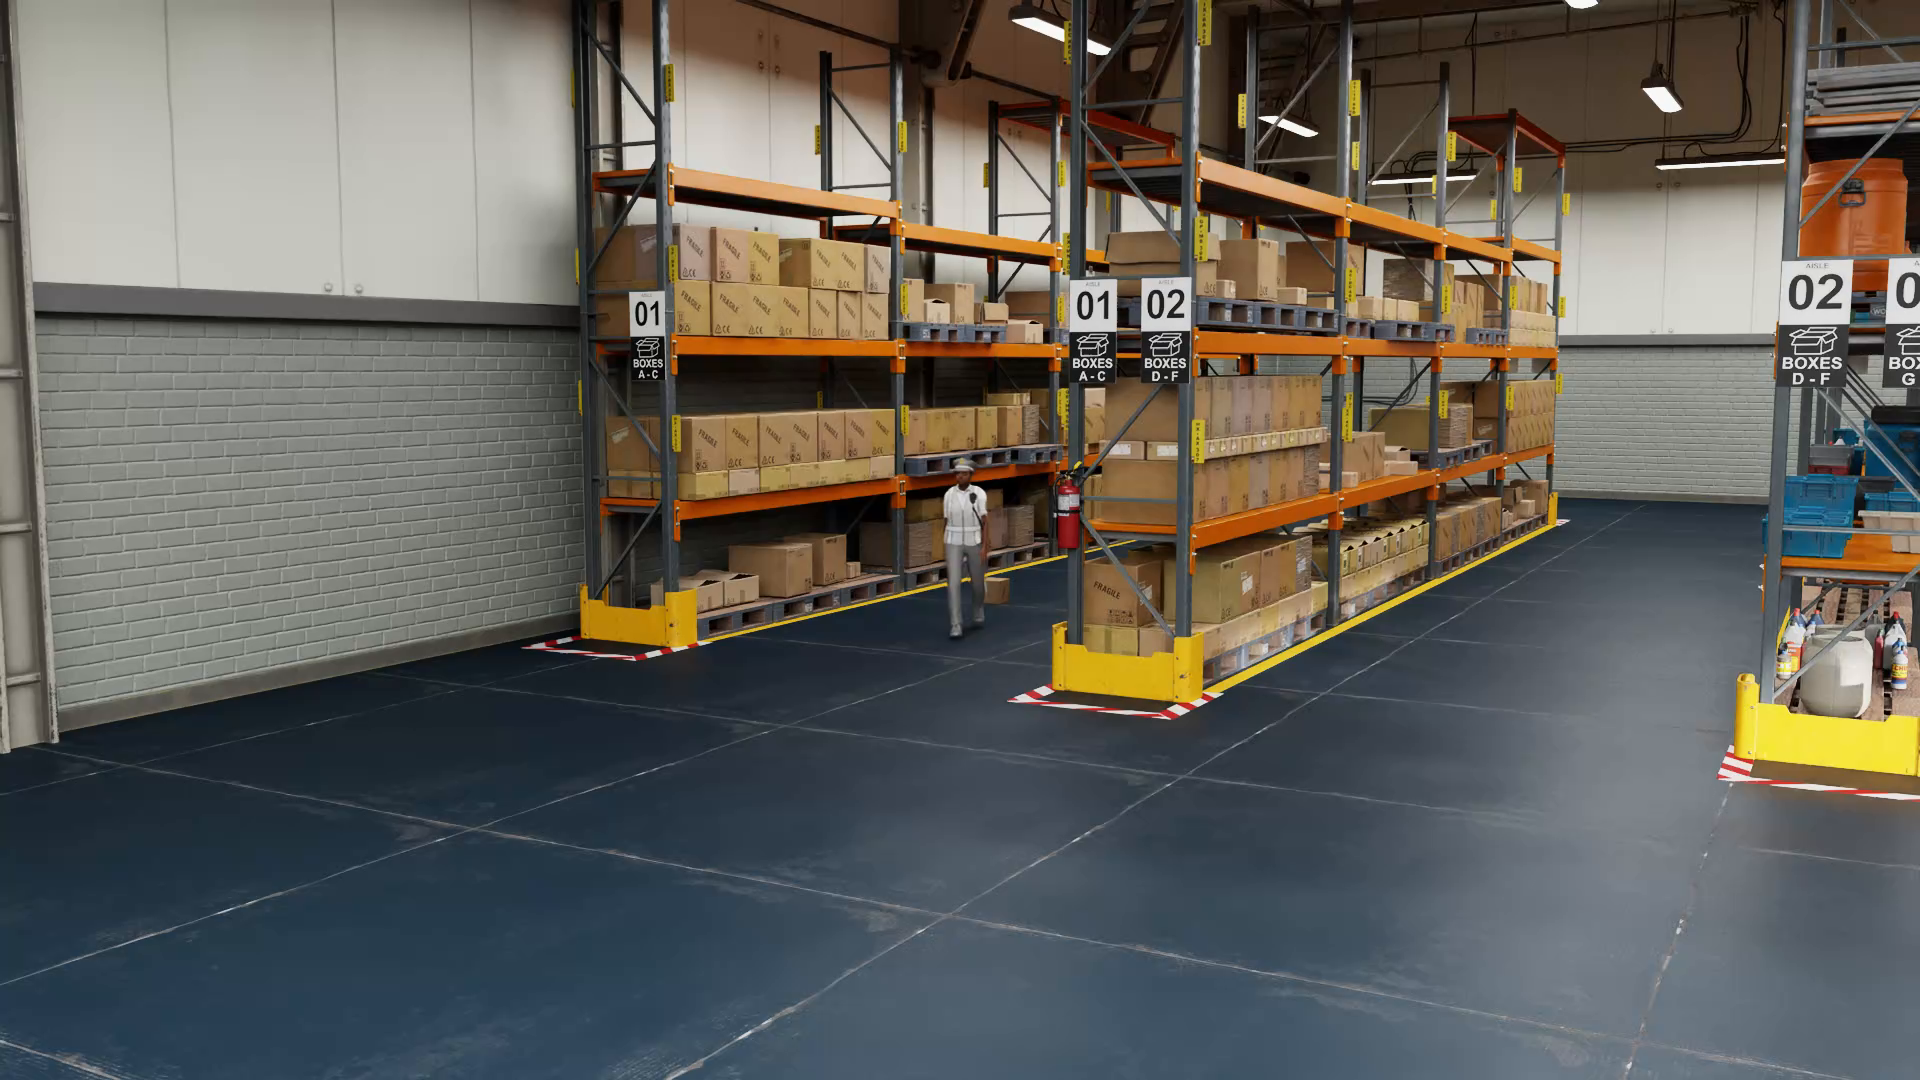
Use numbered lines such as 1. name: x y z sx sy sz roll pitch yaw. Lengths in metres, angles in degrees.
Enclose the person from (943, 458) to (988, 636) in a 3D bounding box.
1. person: 0.053 0.038 15.746 0.440 1.645 0.903 0 6 4
